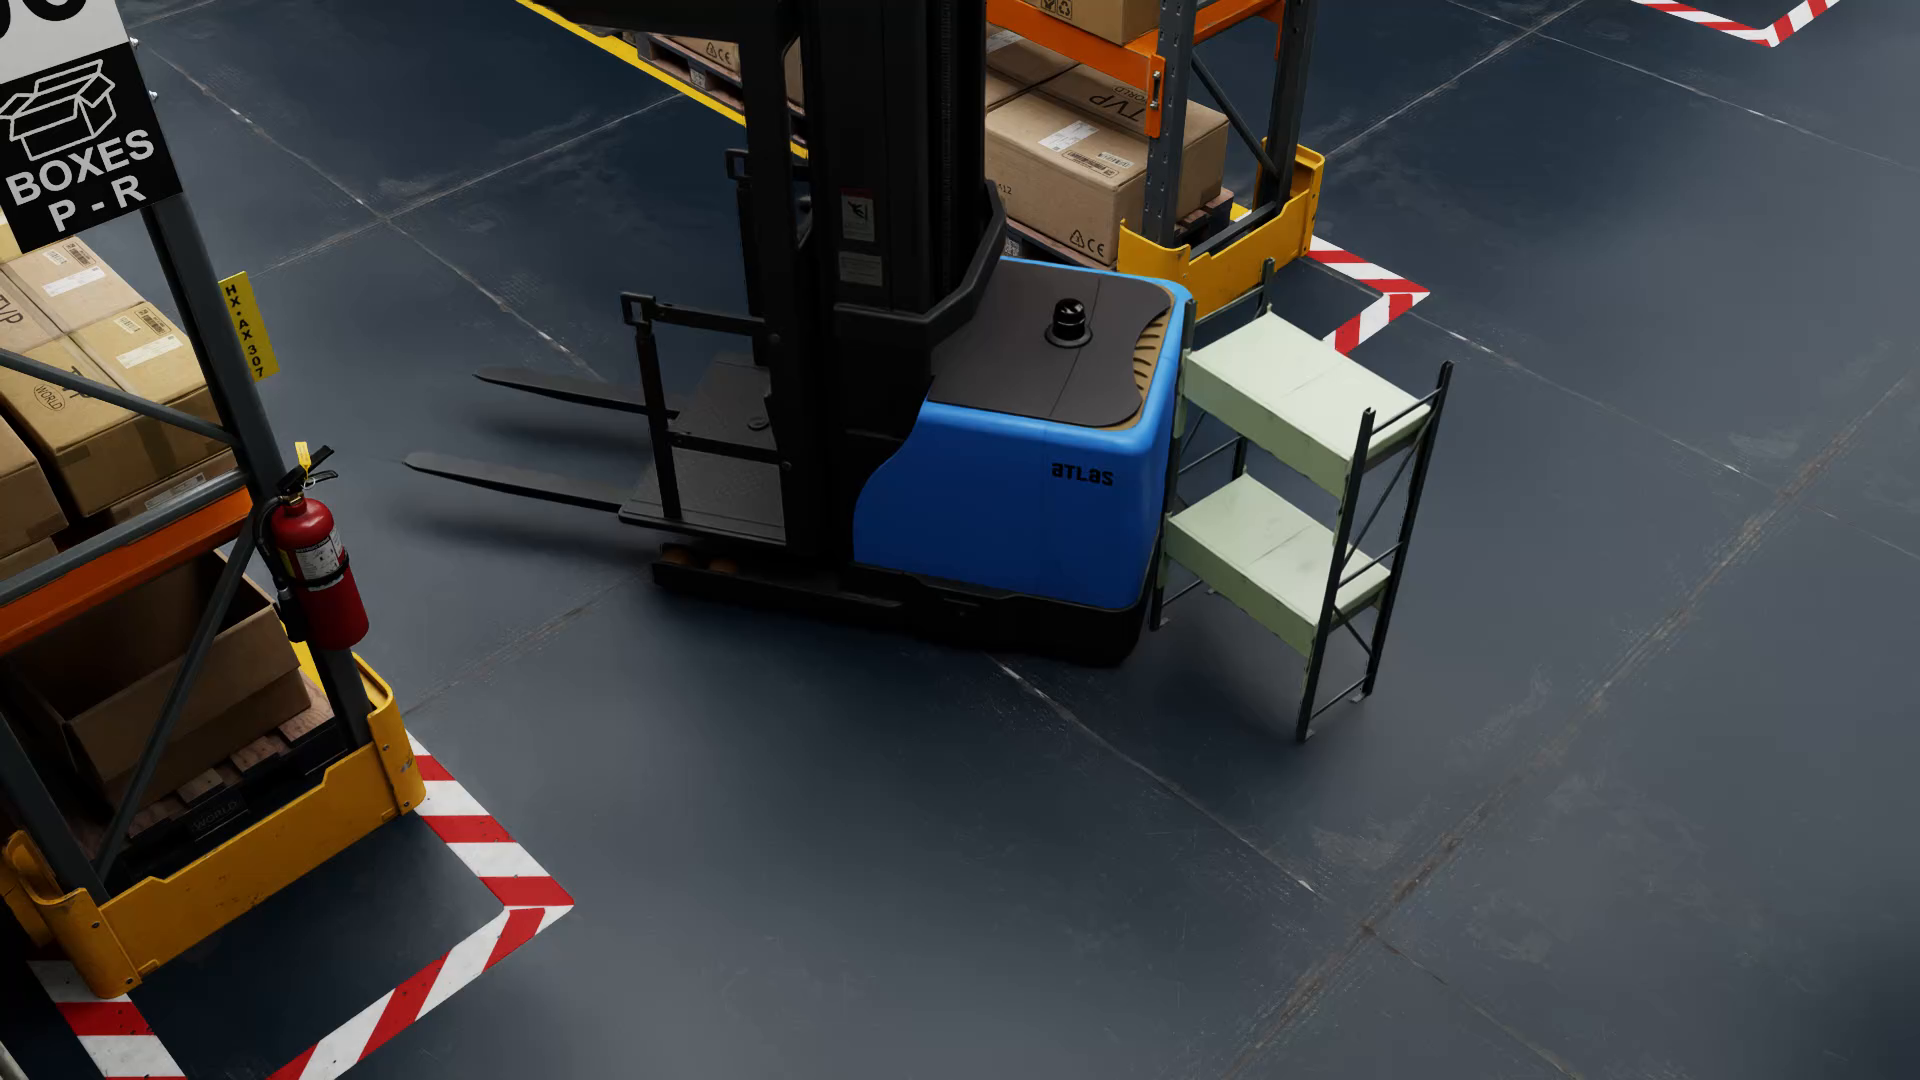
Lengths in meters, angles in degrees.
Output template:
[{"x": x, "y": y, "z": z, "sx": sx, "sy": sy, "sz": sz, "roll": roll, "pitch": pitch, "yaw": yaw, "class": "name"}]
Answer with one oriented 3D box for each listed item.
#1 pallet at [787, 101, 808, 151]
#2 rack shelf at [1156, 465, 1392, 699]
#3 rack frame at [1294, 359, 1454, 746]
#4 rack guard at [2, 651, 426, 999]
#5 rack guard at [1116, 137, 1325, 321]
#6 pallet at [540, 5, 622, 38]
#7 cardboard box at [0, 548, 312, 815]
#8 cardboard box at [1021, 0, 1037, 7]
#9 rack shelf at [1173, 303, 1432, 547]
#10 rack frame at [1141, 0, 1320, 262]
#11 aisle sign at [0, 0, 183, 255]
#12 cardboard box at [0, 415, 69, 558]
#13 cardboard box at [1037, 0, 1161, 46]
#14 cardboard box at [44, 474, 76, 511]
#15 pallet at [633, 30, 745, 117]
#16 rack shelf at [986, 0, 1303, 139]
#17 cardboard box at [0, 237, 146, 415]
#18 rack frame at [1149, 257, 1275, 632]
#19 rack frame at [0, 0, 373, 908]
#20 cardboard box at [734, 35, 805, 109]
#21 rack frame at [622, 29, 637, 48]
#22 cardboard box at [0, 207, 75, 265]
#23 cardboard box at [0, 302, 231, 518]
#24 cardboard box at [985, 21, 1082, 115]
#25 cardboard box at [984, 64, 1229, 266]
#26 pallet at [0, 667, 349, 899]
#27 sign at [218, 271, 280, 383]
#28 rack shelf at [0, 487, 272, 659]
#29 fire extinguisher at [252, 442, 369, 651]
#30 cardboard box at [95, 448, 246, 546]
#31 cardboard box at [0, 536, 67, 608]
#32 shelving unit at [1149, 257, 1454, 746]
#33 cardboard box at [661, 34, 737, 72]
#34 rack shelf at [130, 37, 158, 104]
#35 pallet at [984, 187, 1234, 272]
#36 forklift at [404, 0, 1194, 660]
[{"x": -0.264, "y": -2.275, "z": 9.001, "sx": 1.003, "sy": 0.211, "sz": 1.213, "roll": -34, "pitch": 53, "yaw": -31, "class": "pallet"}, {"x": 1.114, "y": 0.138, "z": 5.921, "sx": 0.431, "sy": 0.370, "sz": 0.720, "roll": -29, "pitch": 50, "yaw": -28, "class": "rack shelf"}, {"x": 1.348, "y": 0.090, "z": 5.493, "sx": 0.400, "sy": 1.500, "sz": 0.023, "roll": -29, "pitch": 50, "yaw": -28, "class": "rack frame"}, {"x": -2.352, "y": 0.896, "z": 5.357, "sx": 1.175, "sy": 0.500, "sz": 0.348, "roll": -34, "pitch": 53, "yaw": -31, "class": "rack guard"}, {"x": 1.230, "y": -1.437, "z": 7.881, "sx": 1.175, "sy": 0.500, "sz": 0.348, "roll": -34, "pitch": 53, "yaw": -31, "class": "rack guard"}, {"x": -2.210, "y": -3.599, "z": 10.434, "sx": 1.003, "sy": 0.211, "sz": 1.213, "roll": -34, "pitch": 53, "yaw": -31, "class": "pallet"}, {"x": -2.663, "y": 0.438, "z": 5.541, "sx": 0.637, "sy": 0.503, "sz": 0.797, "roll": 32, "pitch": 52, "yaw": 30, "class": "cardboard box"}, {"x": 0.341, "y": -2.756, "z": 7.394, "sx": 0.500, "sy": 0.500, "sz": 0.500, "roll": 33, "pitch": 52, "yaw": 31, "class": "cardboard box"}, {"x": 1.114, "y": -0.388, "z": 5.435, "sx": 0.431, "sy": 0.370, "sz": 0.720, "roll": -29, "pitch": 50, "yaw": -28, "class": "rack shelf"}, {"x": 1.213, "y": -2.366, "z": 7.045, "sx": 1.000, "sy": 3.000, "sz": 0.127, "roll": -34, "pitch": 53, "yaw": -31, "class": "rack frame"}, {"x": -2.043, "y": -1.048, "z": 3.703, "sx": 0.394, "sy": 0.787, "sz": 0.004, "roll": -34, "pitch": 53, "yaw": -31, "class": "aisle sign"}, {"x": -2.811, "y": -0.134, "z": 4.520, "sx": 0.500, "sy": 0.250, "sz": 0.500, "roll": -33, "pitch": 52, "yaw": -30, "class": "cardboard box"}, {"x": 0.685, "y": -2.508, "z": 7.125, "sx": 0.500, "sy": 0.500, "sz": 0.500, "roll": -34, "pitch": 52, "yaw": -31, "class": "cardboard box"}, {"x": -2.549, "y": -0.283, "z": 4.976, "sx": 0.380, "sy": 0.149, "sz": 0.250, "roll": -33, "pitch": 52, "yaw": -30, "class": "cardboard box"}, {"x": -1.130, "y": -2.861, "z": 9.636, "sx": 1.003, "sy": 0.211, "sz": 1.213, "roll": -34, "pitch": 53, "yaw": -31, "class": "pallet"}, {"x": -0.199, "y": -3.063, "z": 8.329, "sx": 1.077, "sy": 0.370, "sz": 4.000, "roll": -34, "pitch": 53, "yaw": -31, "class": "rack shelf"}, {"x": -2.784, "y": -0.629, "z": 5.056, "sx": 0.500, "sy": 0.250, "sz": 0.500, "roll": -34, "pitch": 52, "yaw": -31, "class": "cardboard box"}, {"x": 0.880, "y": -0.293, "z": 5.906, "sx": 0.400, "sy": 1.500, "sz": 0.023, "roll": -29, "pitch": 50, "yaw": -28, "class": "rack frame"}, {"x": -2.299, "y": 0.014, "z": 4.469, "sx": 1.000, "sy": 3.000, "sz": 0.127, "roll": -34, "pitch": 53, "yaw": -31, "class": "rack frame"}, {"x": -0.612, "y": -2.718, "z": 9.005, "sx": 0.875, "sy": 0.438, "sz": 0.875, "roll": 33, "pitch": 52, "yaw": 30, "class": "cardboard box"}, {"x": -1.612, "y": -4.288, "z": 9.125, "sx": 1.000, "sy": 3.000, "sz": 0.127, "roll": -34, "pitch": 53, "yaw": -31, "class": "rack frame"}, {"x": -3.145, "y": -0.871, "z": 5.318, "sx": 0.500, "sy": 0.250, "sz": 0.500, "roll": 33, "pitch": 52, "yaw": 31, "class": "cardboard box"}, {"x": -2.428, "y": -0.387, "z": 4.794, "sx": 0.500, "sy": 0.250, "sz": 0.500, "roll": -34, "pitch": 52, "yaw": -31, "class": "cardboard box"}, {"x": 0.024, "y": -2.284, "z": 8.535, "sx": 0.875, "sy": 0.438, "sz": 0.875, "roll": -33, "pitch": 52, "yaw": -30, "class": "cardboard box"}, {"x": 0.676, "y": -1.849, "z": 8.064, "sx": 0.875, "sy": 0.438, "sz": 0.875, "roll": 32, "pitch": 52, "yaw": 30, "class": "cardboard box"}, {"x": -2.916, "y": 0.620, "z": 5.869, "sx": 1.003, "sy": 0.211, "sz": 1.213, "roll": -34, "pitch": 53, "yaw": -31, "class": "pallet"}, {"x": -1.915, "y": -0.564, "z": 4.457, "sx": 0.100, "sy": 0.325, "sz": 0.005, "roll": -34, "pitch": 53, "yaw": -31, "class": "sign"}, {"x": -3.711, "y": -0.682, "z": 5.753, "sx": 1.077, "sy": 0.370, "sz": 4.000, "roll": -34, "pitch": 53, "yaw": -31, "class": "rack shelf"}, {"x": -1.867, "y": 0.029, "z": 4.785, "sx": 0.296, "sy": 0.674, "sz": 0.183, "roll": -34, "pitch": 53, "yaw": -31, "class": "fire extinguisher"}, {"x": -2.337, "y": -0.183, "z": 4.867, "sx": 0.250, "sy": 0.149, "sz": 0.380, "roll": 34, "pitch": 52, "yaw": 31, "class": "cardboard box"}, {"x": -2.723, "y": 0.076, "z": 4.587, "sx": 0.250, "sy": 0.149, "sz": 0.380, "roll": 34, "pitch": 52, "yaw": 31, "class": "cardboard box"}, {"x": 1.114, "y": -0.102, "z": 5.700, "sx": 0.431, "sy": 1.500, "sz": 0.755, "roll": -29, "pitch": 50, "yaw": -28, "class": "shelving unit"}, {"x": -1.244, "y": -3.148, "z": 9.470, "sx": 0.875, "sy": 0.438, "sz": 0.875, "roll": 33, "pitch": 52, "yaw": 31, "class": "cardboard box"}, {"x": -3.711, "y": -1.784, "z": 4.735, "sx": 1.077, "sy": 0.370, "sz": 4.000, "roll": -34, "pitch": 53, "yaw": -31, "class": "rack shelf"}, {"x": 0.593, "y": -1.689, "z": 8.367, "sx": 1.003, "sy": 0.211, "sz": 1.213, "roll": -34, "pitch": 53, "yaw": -31, "class": "pallet"}, {"x": -0.698, "y": -1.181, "z": 5.813, "sx": 3.031, "sy": 2.935, "sz": 1.130, "roll": 10, "pitch": 44, "yaw": 11, "class": "forklift"}]
